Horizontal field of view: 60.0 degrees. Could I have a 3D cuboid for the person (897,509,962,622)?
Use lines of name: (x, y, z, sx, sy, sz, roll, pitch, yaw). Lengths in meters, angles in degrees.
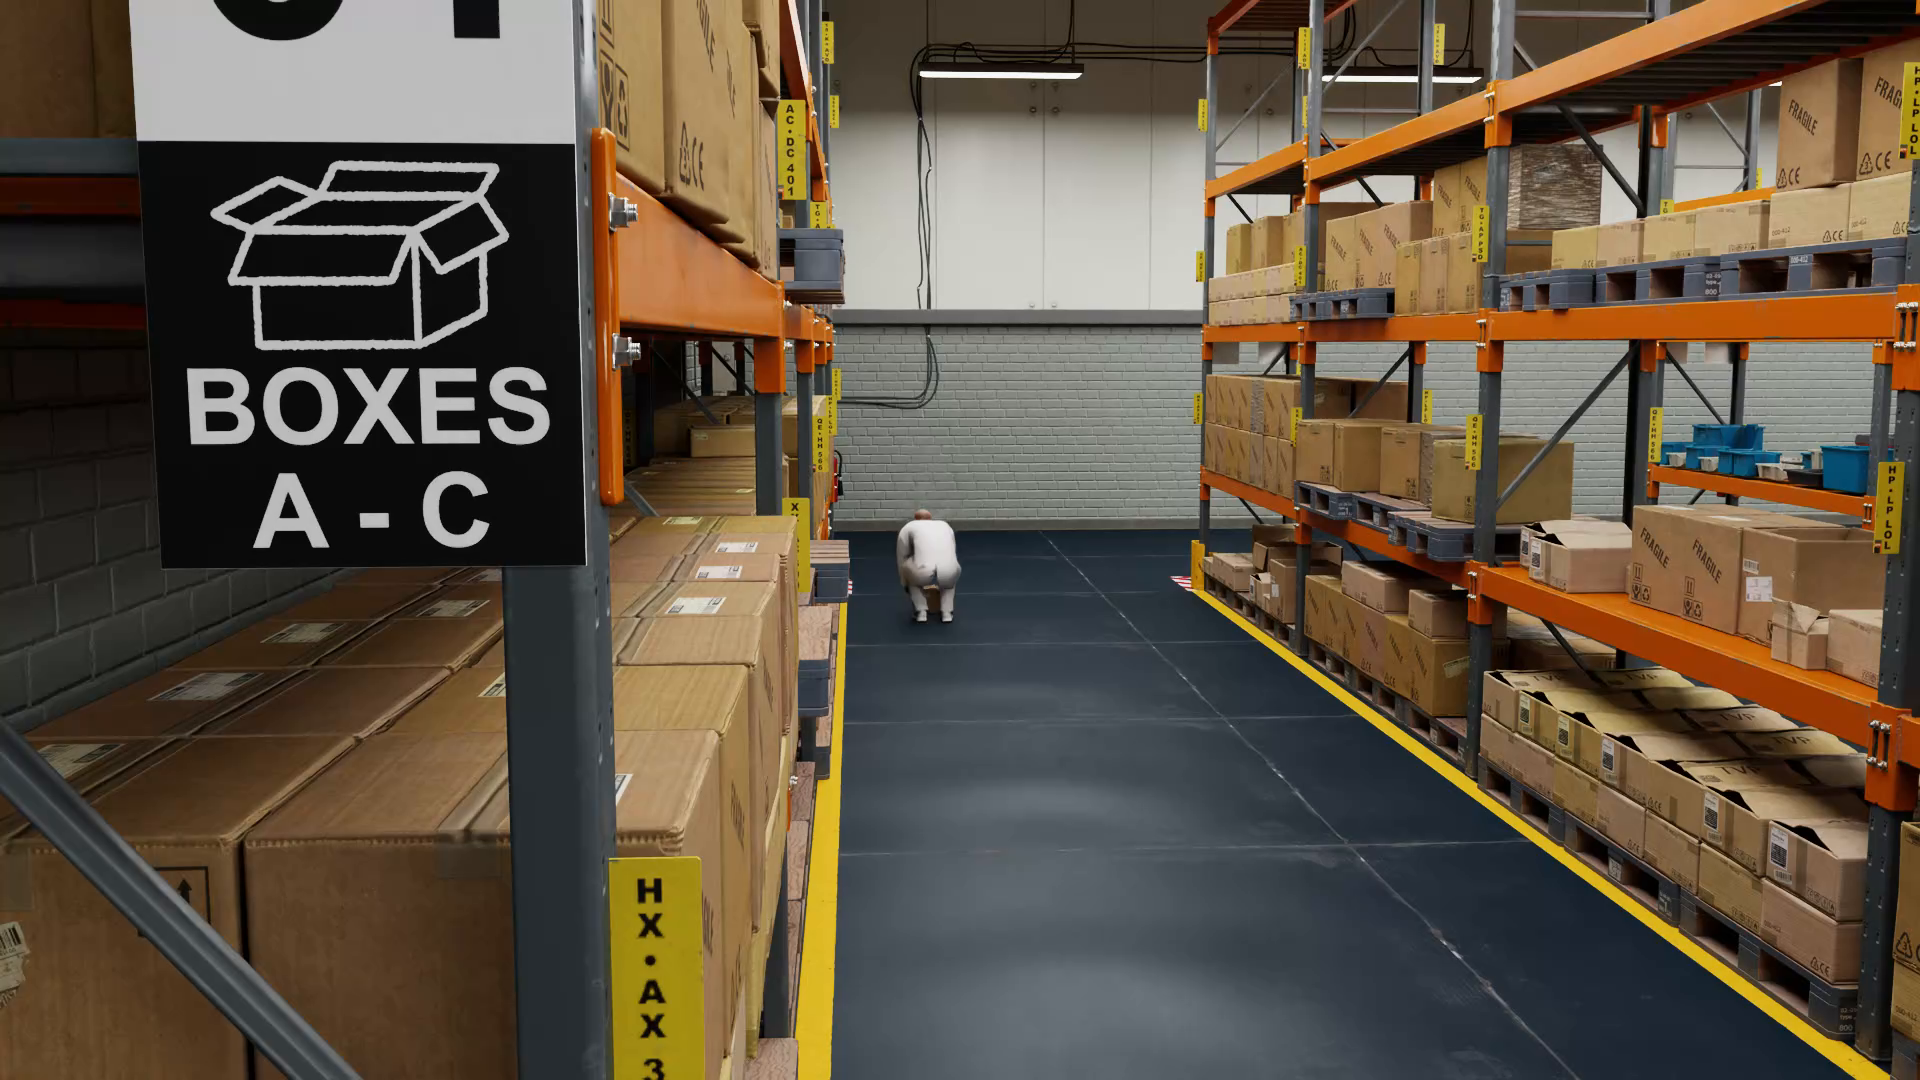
person: (-0.294, 0.245, 15.951, 0.611, 1.024, 0.893, -1, 7, -5)
